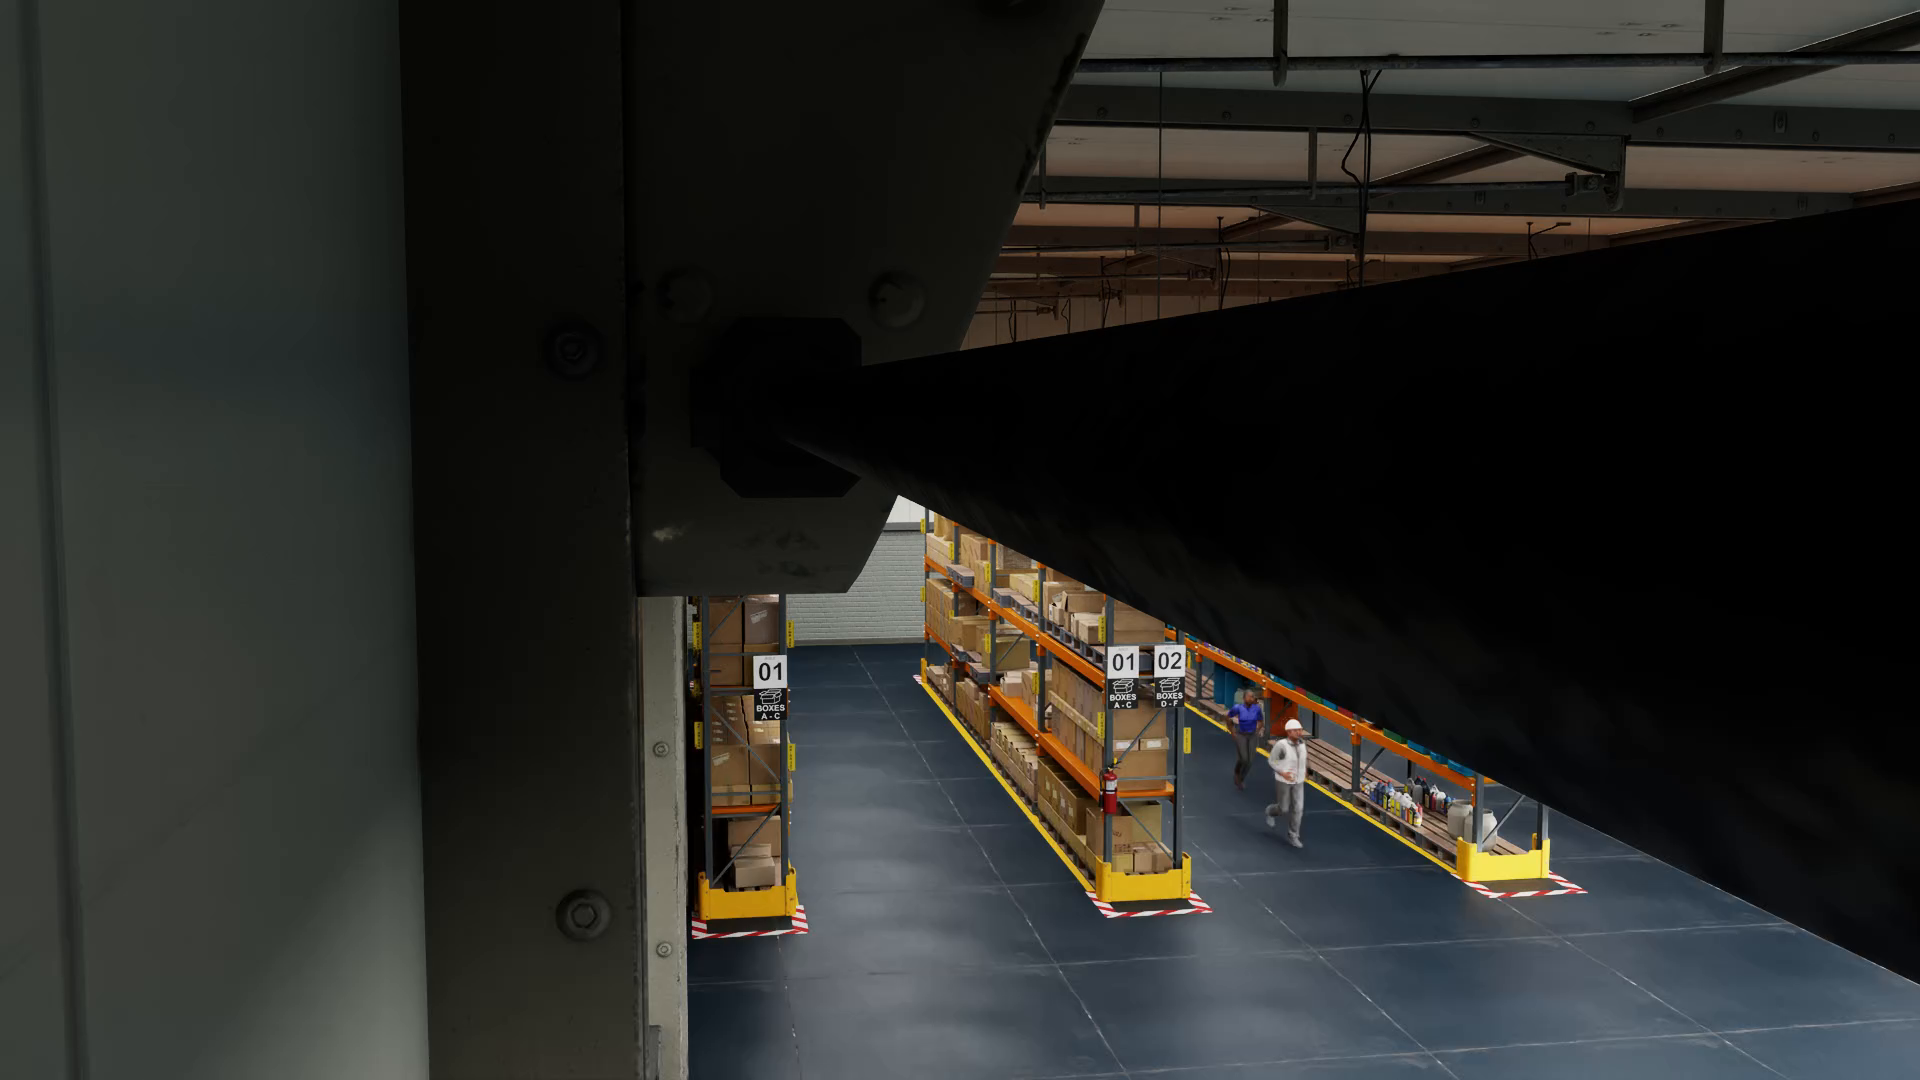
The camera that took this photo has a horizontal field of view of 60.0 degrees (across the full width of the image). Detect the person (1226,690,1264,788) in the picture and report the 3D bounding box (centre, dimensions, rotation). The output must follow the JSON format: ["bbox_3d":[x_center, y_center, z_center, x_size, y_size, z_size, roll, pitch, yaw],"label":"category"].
[{"bbox_3d":[4.580,3.215,26.549,0.577,1.556,0.589,-1,5,-10],"label":"person"}]

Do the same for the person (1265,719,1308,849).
[{"bbox_3d":[4.652,3.398,23.514,0.683,1.766,0.872,-2,5,-23],"label":"person"}]
